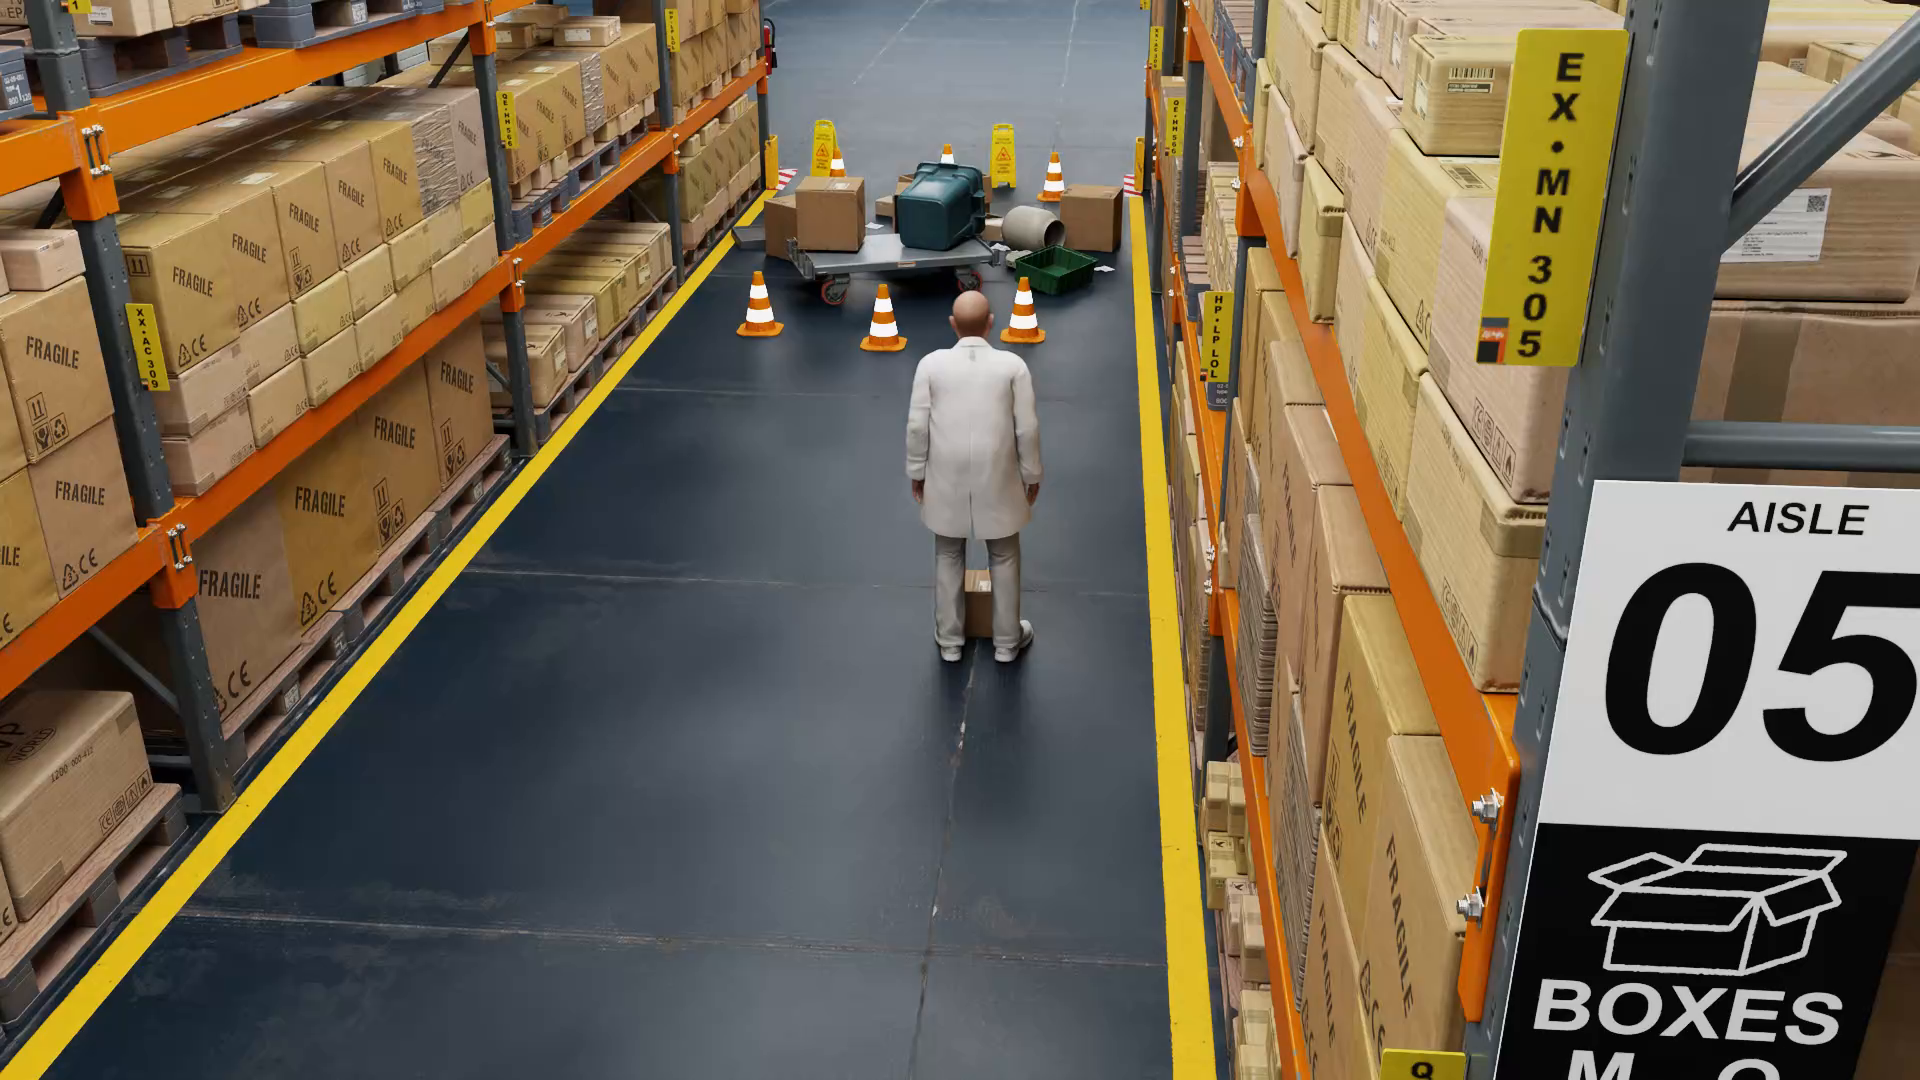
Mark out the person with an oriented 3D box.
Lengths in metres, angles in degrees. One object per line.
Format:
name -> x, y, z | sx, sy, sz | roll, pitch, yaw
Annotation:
person -> 0.072, -0.282, 7.749 | 0.635, 1.774, 0.424 | 2, 24, 5
